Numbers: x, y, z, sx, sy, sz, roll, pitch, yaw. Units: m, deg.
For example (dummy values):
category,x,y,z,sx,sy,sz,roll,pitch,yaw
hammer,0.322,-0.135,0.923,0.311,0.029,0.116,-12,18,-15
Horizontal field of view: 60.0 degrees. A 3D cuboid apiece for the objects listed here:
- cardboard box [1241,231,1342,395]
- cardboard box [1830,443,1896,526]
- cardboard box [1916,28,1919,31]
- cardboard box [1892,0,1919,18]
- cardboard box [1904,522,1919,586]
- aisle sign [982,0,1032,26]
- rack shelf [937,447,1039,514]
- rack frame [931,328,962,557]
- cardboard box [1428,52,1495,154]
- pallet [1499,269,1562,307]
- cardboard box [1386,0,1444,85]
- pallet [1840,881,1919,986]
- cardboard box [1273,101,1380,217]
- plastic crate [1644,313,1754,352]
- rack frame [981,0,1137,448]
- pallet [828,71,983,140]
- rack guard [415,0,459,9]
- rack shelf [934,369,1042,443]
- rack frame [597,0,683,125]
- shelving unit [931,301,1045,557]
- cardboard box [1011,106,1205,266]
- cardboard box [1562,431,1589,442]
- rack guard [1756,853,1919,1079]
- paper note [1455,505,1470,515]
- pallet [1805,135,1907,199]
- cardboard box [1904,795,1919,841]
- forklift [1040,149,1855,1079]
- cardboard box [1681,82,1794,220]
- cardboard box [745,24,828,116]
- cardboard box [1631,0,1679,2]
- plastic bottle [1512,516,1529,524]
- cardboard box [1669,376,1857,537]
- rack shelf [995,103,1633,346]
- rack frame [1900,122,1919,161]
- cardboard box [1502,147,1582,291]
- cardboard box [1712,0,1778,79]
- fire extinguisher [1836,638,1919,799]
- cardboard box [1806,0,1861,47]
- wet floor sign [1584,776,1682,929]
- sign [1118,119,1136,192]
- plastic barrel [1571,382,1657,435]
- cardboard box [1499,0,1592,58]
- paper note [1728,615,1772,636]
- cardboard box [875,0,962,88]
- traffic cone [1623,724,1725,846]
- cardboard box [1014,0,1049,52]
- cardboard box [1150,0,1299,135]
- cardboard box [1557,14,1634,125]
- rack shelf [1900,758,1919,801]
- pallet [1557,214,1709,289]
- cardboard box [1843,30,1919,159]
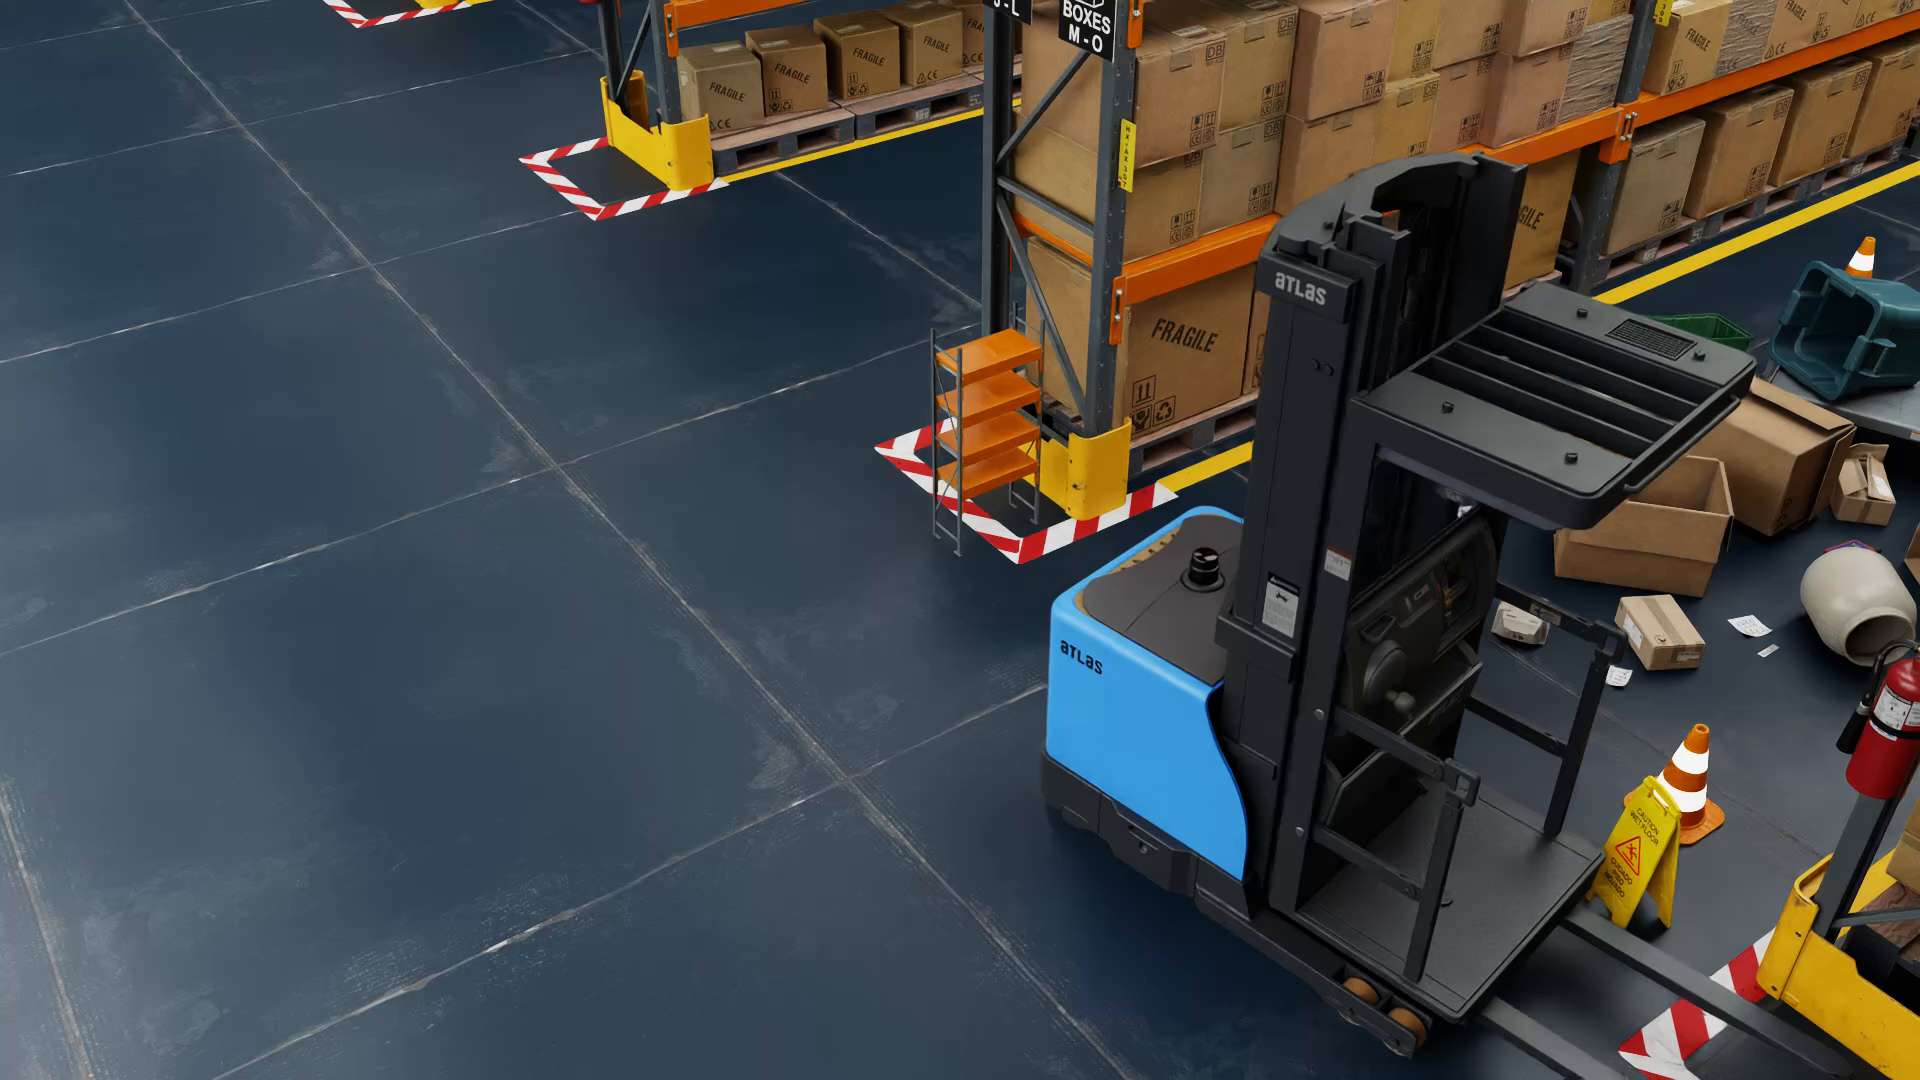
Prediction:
category,x,y,z,sx,sy,sz,roll,pitch,yaw
cardboard box,1.686,-1.512,9.557,0.875,0.875,0.875,-23,42,-29
cardboard box,4.754,-0.305,8.760,0.258,0.266,0.396,9,37,12
cardboard box,7.399,-4.154,12.909,0.500,0.250,0.500,-23,42,-29
cardboard box,6.369,-3.932,11.376,0.500,0.500,0.500,-22,41,-28
cardboard box,4.996,0.060,8.049,0.500,0.500,0.500,3,36,4
aisle sign,0.221,-2.822,7.692,0.004,0.787,0.394,-22,41,-28
rack shelf,0.135,-0.327,8.446,0.480,0.148,0.258,-22,41,-28
rack frame,-0.064,-0.461,8.176,0.015,1.200,0.240,-22,41,-28
cardboard box,2.481,-2.603,9.485,0.550,0.550,0.875,-22,41,-28
pallet,3.055,-1.642,10.666,1.213,0.211,1.003,-22,41,-28
cardboard box,2.068,-2.846,8.898,0.500,0.550,0.875,-22,41,-28
pallet,4.133,1.531,6.254,1.213,0.211,1.003,-22,41,-28
cardboard box,1.696,-2.179,8.895,0.550,0.550,0.875,-22,41,-28
plastic crate,4.334,-1.191,10.009,0.662,0.188,0.450,-3,26,-4
rack frame,0.452,-1.648,8.285,0.127,3.000,1.000,-22,41,-28
pallet,-0.580,-3.607,13.397,1.213,0.211,1.003,-22,41,-28
rack guard,-5.141,-5.446,15.707,0.348,0.500,1.175,-22,41,-28
rack shelf,0.135,-0.670,8.199,0.480,0.148,0.258,-22,41,-28
rack frame,-2.323,-4.049,11.624,0.127,3.000,1.000,-22,41,-28
shelving unit,0.135,-0.543,8.290,0.503,1.200,0.258,-22,41,-28
cardboard box,0.729,-1.855,8.445,0.550,0.550,0.875,-22,41,-28
cardboard box,3.378,-0.426,8.928,0.258,0.266,0.396,-15,38,-20
rack guard,3.448,1.670,5.813,0.348,0.500,1.175,-22,41,-28
paper note,2.678,-0.145,8.740,0.142,0.017,0.144,-9,37,-12
pallet,6.303,-2.977,12.522,1.213,0.211,1.003,-22,41,-28
cardboard box,3.891,0.928,6.057,0.500,0.500,0.500,-22,41,-28
forklift,1.740,0.318,5.611,3.031,2.935,1.130,30,45,35
cardboard box,4.968,-2.825,11.489,0.750,0.750,1.050,-22,41,-28
cardboard box,-1.334,-3.624,12.814,0.500,0.500,0.500,-12,37,-16
cardboard box,4.124,-3.609,10.071,0.500,0.500,0.700,-23,42,-29
plastic bottle,3.024,-0.183,8.766,0.133,0.061,0.283,22,41,28
cardboard box,4.123,-0.478,8.681,0.503,0.637,0.797,-22,41,-28
rack shelf,2.087,-2.028,9.430,4.000,0.370,1.077,-22,41,-28
rack frame,6.991,-4.338,12.027,0.127,3.000,1.000,-22,41,-28
cardboard box,3.167,-2.123,10.406,0.875,0.875,0.875,-22,41,-27
cardboard box,4.719,-3.252,10.431,0.500,0.500,0.500,-22,41,-28
fire extinguisher,3.027,0.531,5.322,0.183,0.674,0.296,-22,41,-28
cardboard box,5.544,-3.590,10.900,0.500,0.500,0.500,-22,41,-27
wet floor sign,2.615,1.190,6.356,0.232,0.644,0.267,-9,37,-12
sign,0.767,-1.764,7.638,0.005,0.325,0.100,-22,41,-28
plastic barrel,3.678,-0.833,9.360,0.421,0.421,0.512,3,36,4
cardboard box,3.018,-3.144,9.313,0.550,0.550,0.875,-22,41,-28
paper note,3.793,0.409,7.979,0.142,0.019,0.148,-9,37,-12
cardboard box,-0.329,-3.992,13.326,0.500,0.500,0.500,-26,43,-32
traffic cone,2.995,0.951,6.845,0.334,0.463,0.336,-22,41,-28
cardboard box,0.597,-4.434,13.941,0.500,0.500,0.500,-24,42,-29
cardboard box,1.174,-2.482,8.392,0.550,0.550,0.875,-22,41,-28
cardboard box,3.427,-2.924,9.932,0.550,0.550,0.875,-22,41,-28
rack shelf,5.021,0.300,6.193,4.000,0.370,1.077,-22,41,-28
pallet,4.309,-2.156,11.381,1.213,0.211,1.003,-22,41,-28
cardboard box,6.442,-3.434,12.336,0.750,0.750,1.050,-23,42,-28
